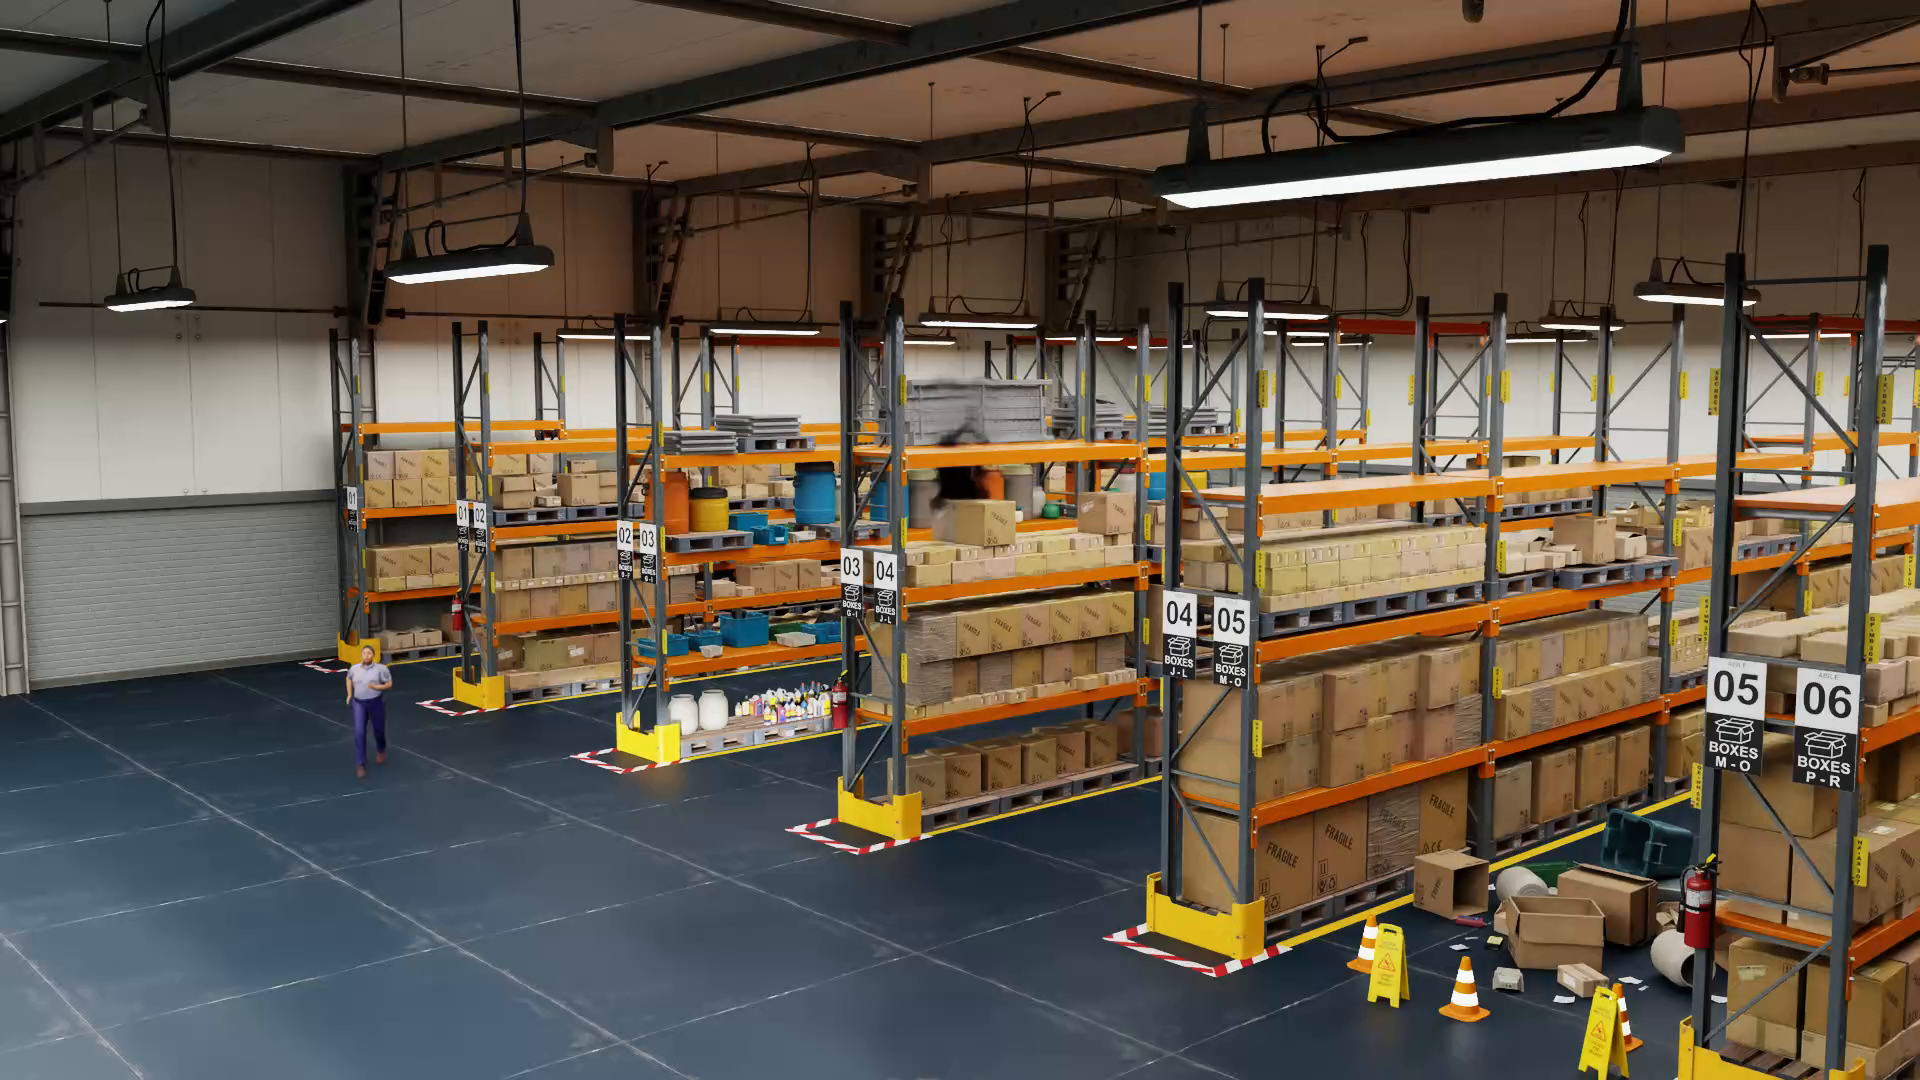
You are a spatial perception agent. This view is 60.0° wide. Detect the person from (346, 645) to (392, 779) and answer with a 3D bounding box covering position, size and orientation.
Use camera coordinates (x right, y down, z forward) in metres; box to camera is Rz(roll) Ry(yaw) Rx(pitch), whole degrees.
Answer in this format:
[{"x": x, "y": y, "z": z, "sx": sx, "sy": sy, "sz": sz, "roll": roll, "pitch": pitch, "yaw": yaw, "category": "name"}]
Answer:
[{"x": -7.699, "y": 2.188, "z": 21.678, "sx": 0.598, "sy": 1.658, "sz": 0.920, "roll": -1, "pitch": 6, "yaw": -13, "category": "person"}]
